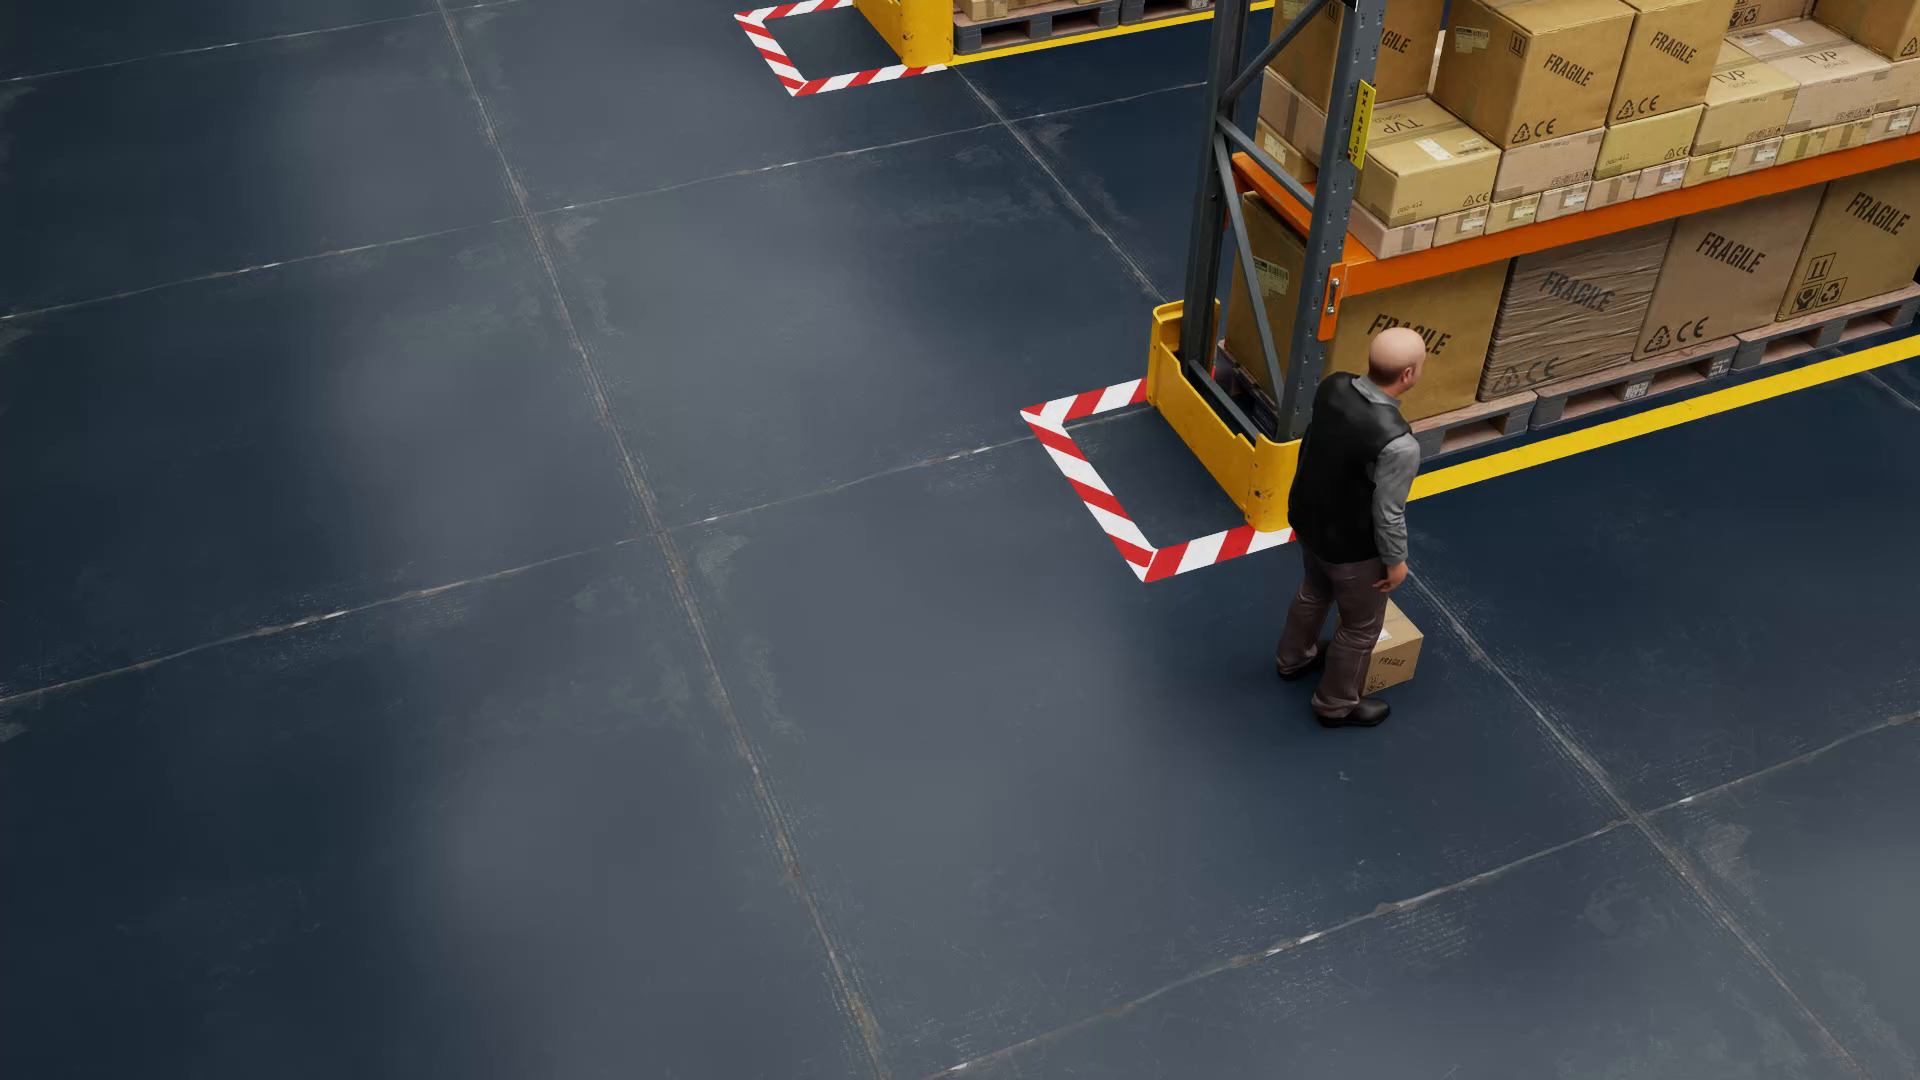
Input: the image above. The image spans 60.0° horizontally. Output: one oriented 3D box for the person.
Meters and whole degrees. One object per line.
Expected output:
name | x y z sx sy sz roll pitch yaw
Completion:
person | 1.465 -0.044 6.226 0.371 1.721 0.581 -15 44 -16
